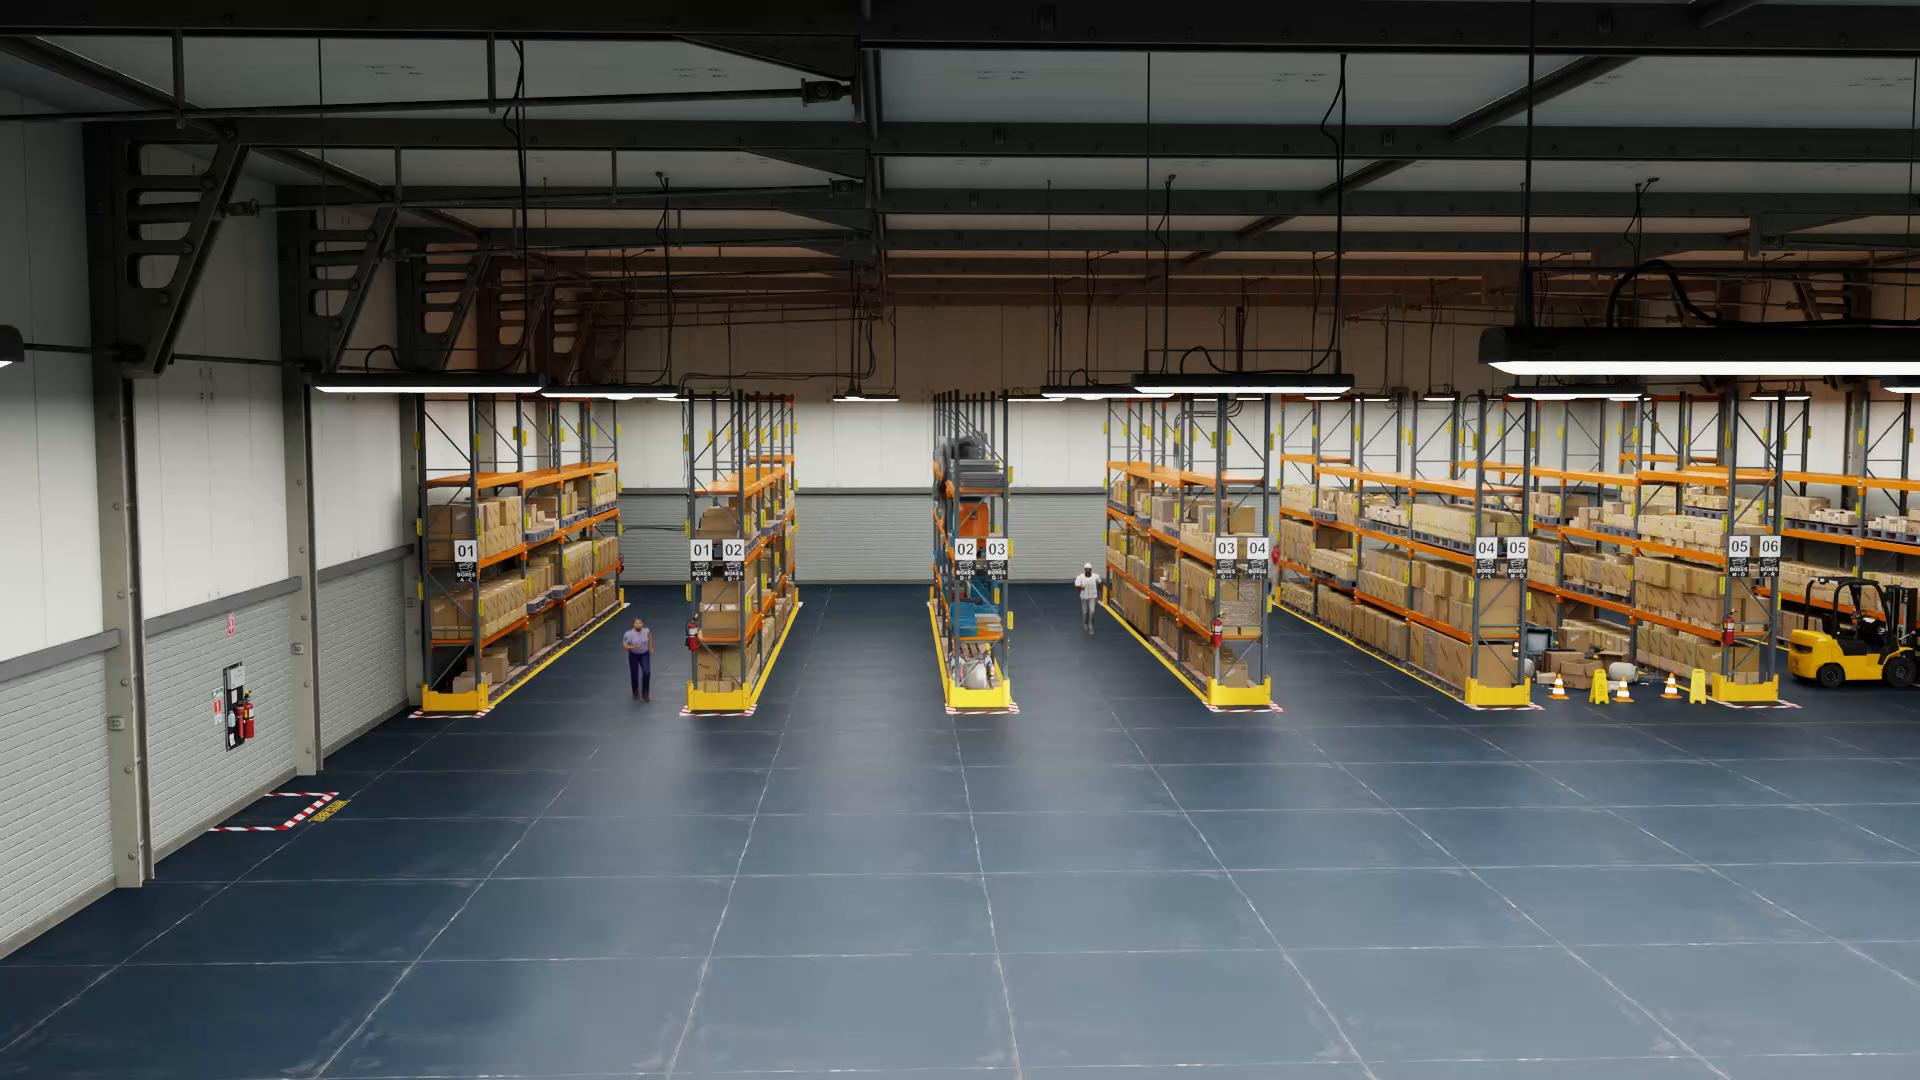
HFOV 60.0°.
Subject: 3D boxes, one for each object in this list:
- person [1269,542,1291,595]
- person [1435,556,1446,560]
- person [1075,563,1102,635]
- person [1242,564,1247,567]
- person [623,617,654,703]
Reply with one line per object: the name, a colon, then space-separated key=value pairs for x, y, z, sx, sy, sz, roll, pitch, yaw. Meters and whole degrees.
person: x=9.581 y=0.772 z=49.841 sx=0.662 sy=1.719 sz=0.968 roll=5 pitch=7 yaw=45
person: x=14.190 y=0.892 z=49.159 sx=0.657 sy=1.622 sz=0.565 roll=0 pitch=5 yaw=2
person: x=3.200 y=1.469 z=41.438 sx=0.674 sy=1.811 sz=0.827 roll=0 pitch=5 yaw=6
person: x=7.945 y=1.083 z=46.455 sx=0.662 sy=1.733 sz=0.595 roll=0 pitch=5 yaw=0
person: x=-6.225 y=2.306 z=32.189 sx=0.604 sy=1.620 sz=0.940 roll=-1 pitch=5 yaw=-16
